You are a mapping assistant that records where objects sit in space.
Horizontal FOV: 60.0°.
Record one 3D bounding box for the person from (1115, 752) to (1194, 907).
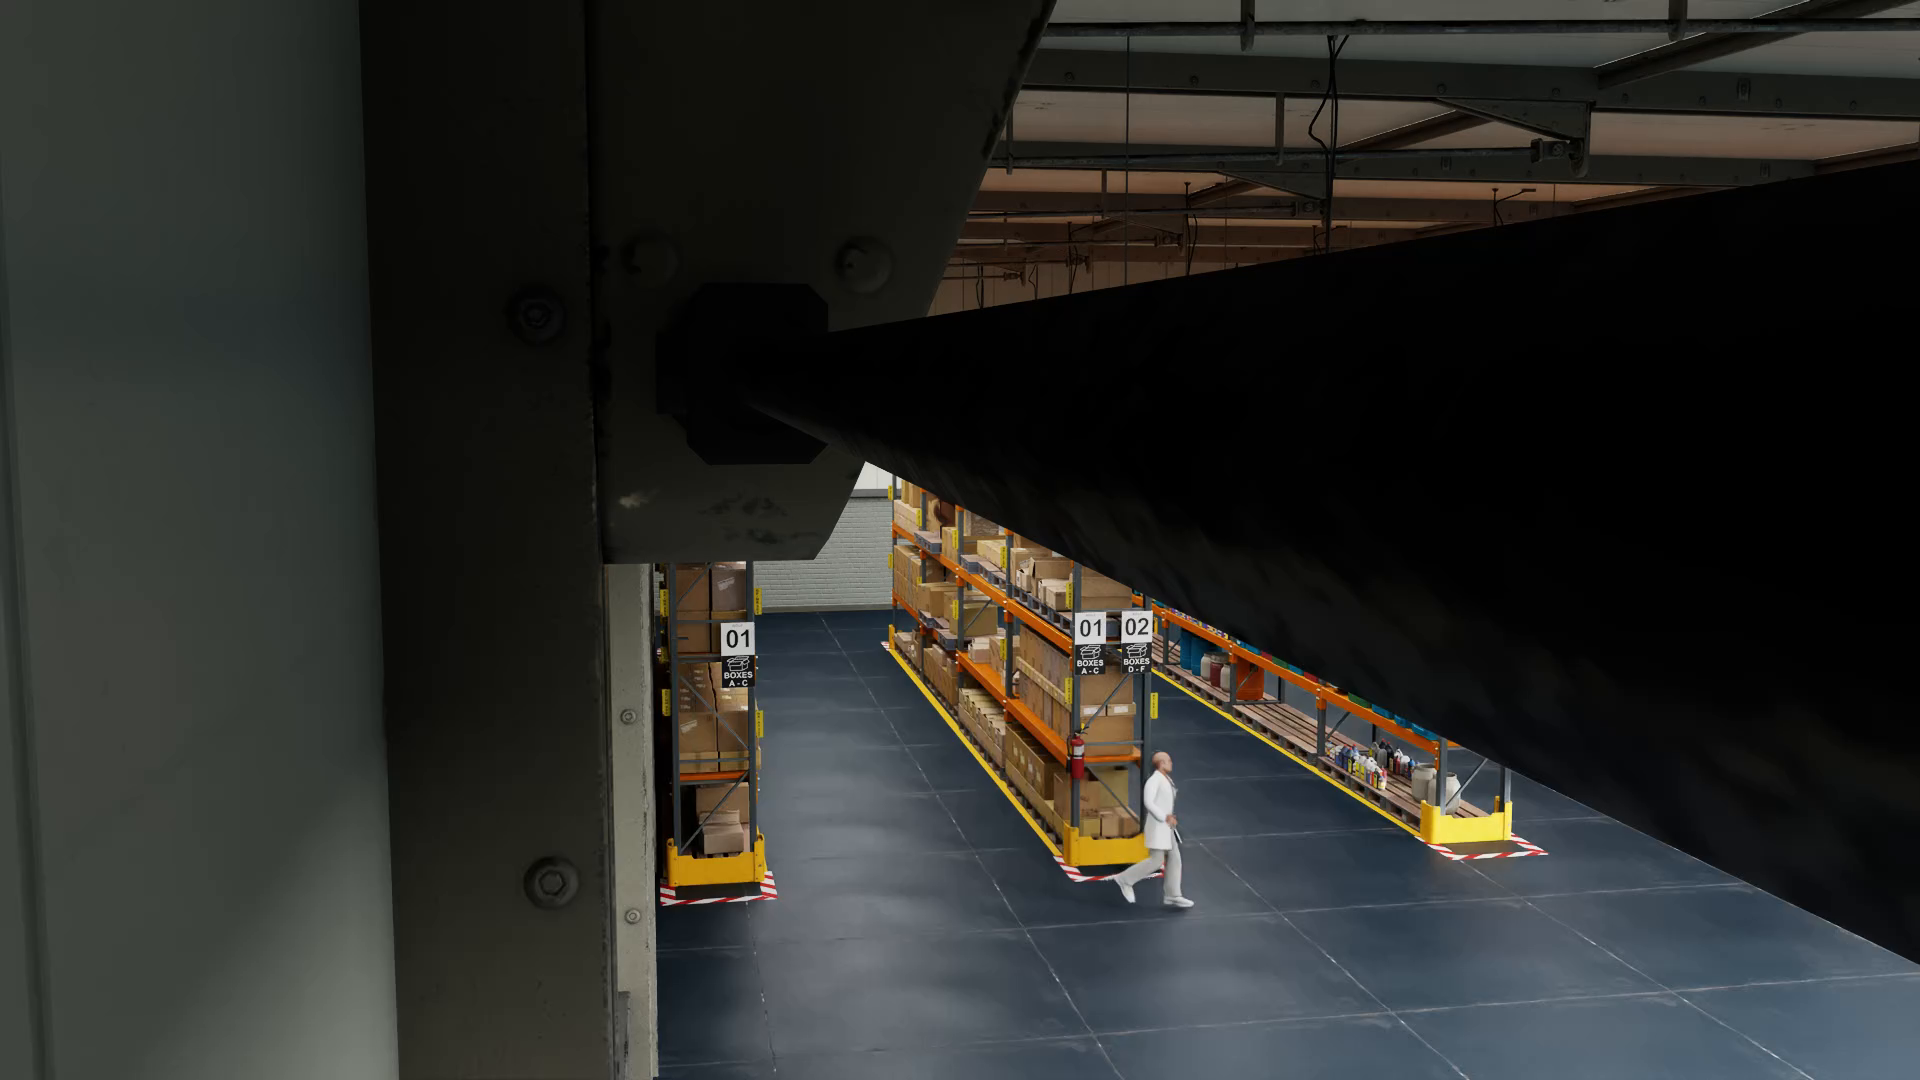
[{"bbox_3d":[2.336,3.352,19.476,0.927,1.741,0.771,2,7,20],"label":"person"}]
